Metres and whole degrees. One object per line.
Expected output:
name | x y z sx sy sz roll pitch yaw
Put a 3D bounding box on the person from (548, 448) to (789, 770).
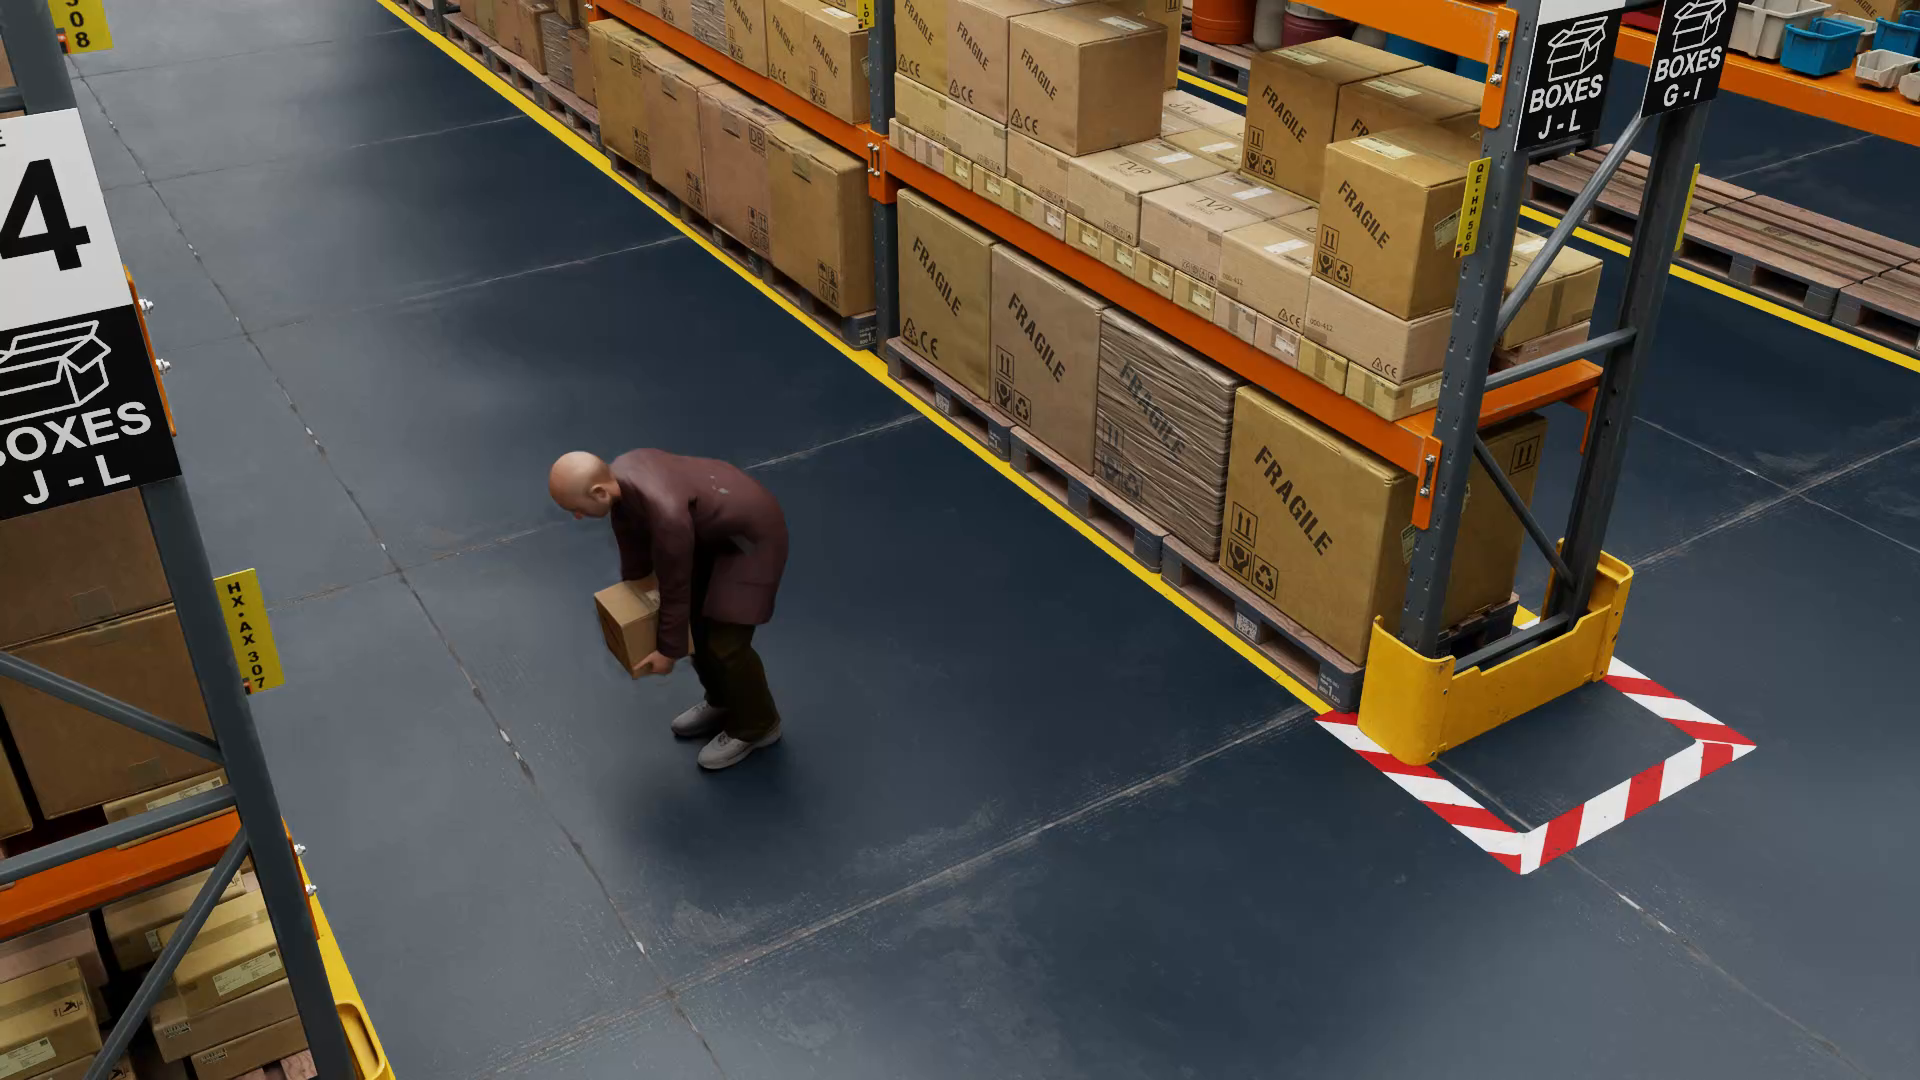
person | -1.037 0.214 6.138 0.859 1.435 0.541 -20 37 -28
